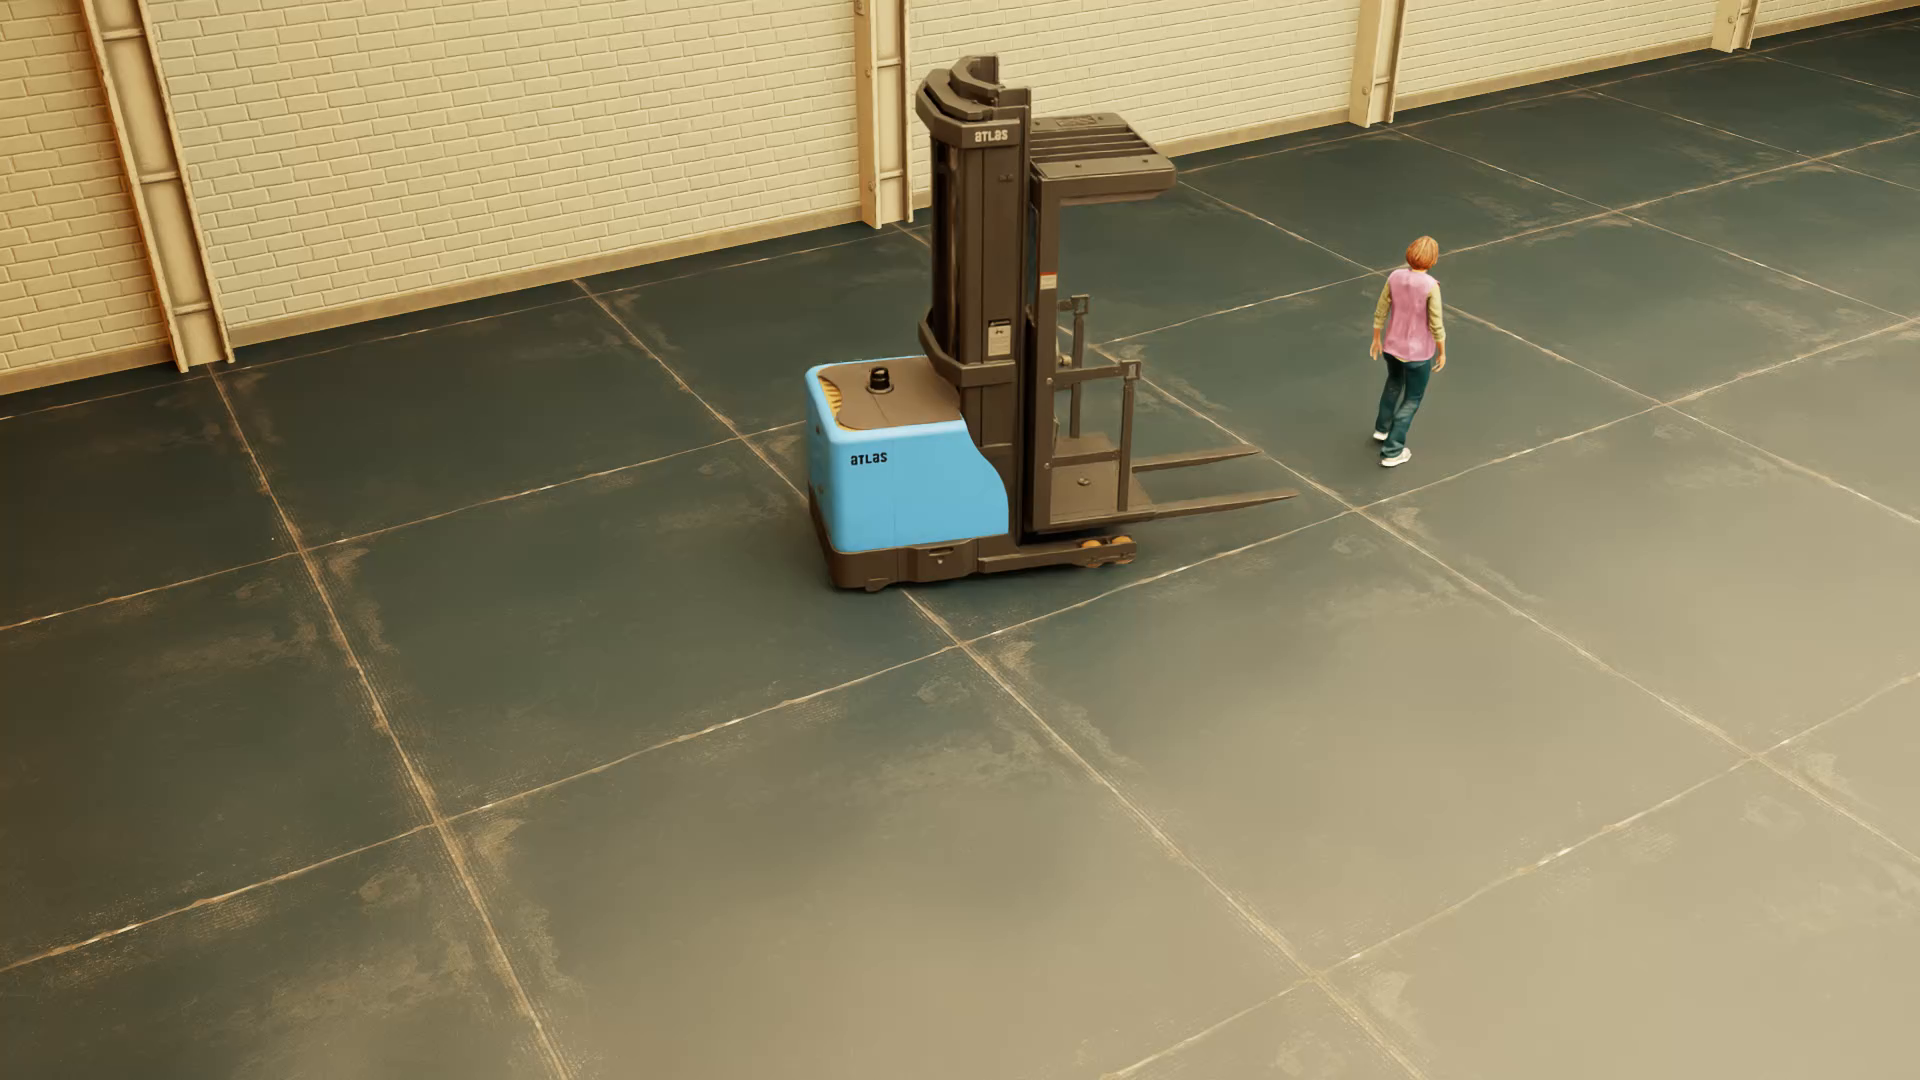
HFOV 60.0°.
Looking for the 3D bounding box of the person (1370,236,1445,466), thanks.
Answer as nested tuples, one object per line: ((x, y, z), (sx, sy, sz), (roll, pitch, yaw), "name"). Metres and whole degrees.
((3.008, -1.253, 11.106), (0.487, 1.628, 0.510), (-25, 39, -35), "person")

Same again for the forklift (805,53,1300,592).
((0.609, -1.343, 9.890), (3.031, 2.935, 1.130), (-7, 32, -12), "forklift")
